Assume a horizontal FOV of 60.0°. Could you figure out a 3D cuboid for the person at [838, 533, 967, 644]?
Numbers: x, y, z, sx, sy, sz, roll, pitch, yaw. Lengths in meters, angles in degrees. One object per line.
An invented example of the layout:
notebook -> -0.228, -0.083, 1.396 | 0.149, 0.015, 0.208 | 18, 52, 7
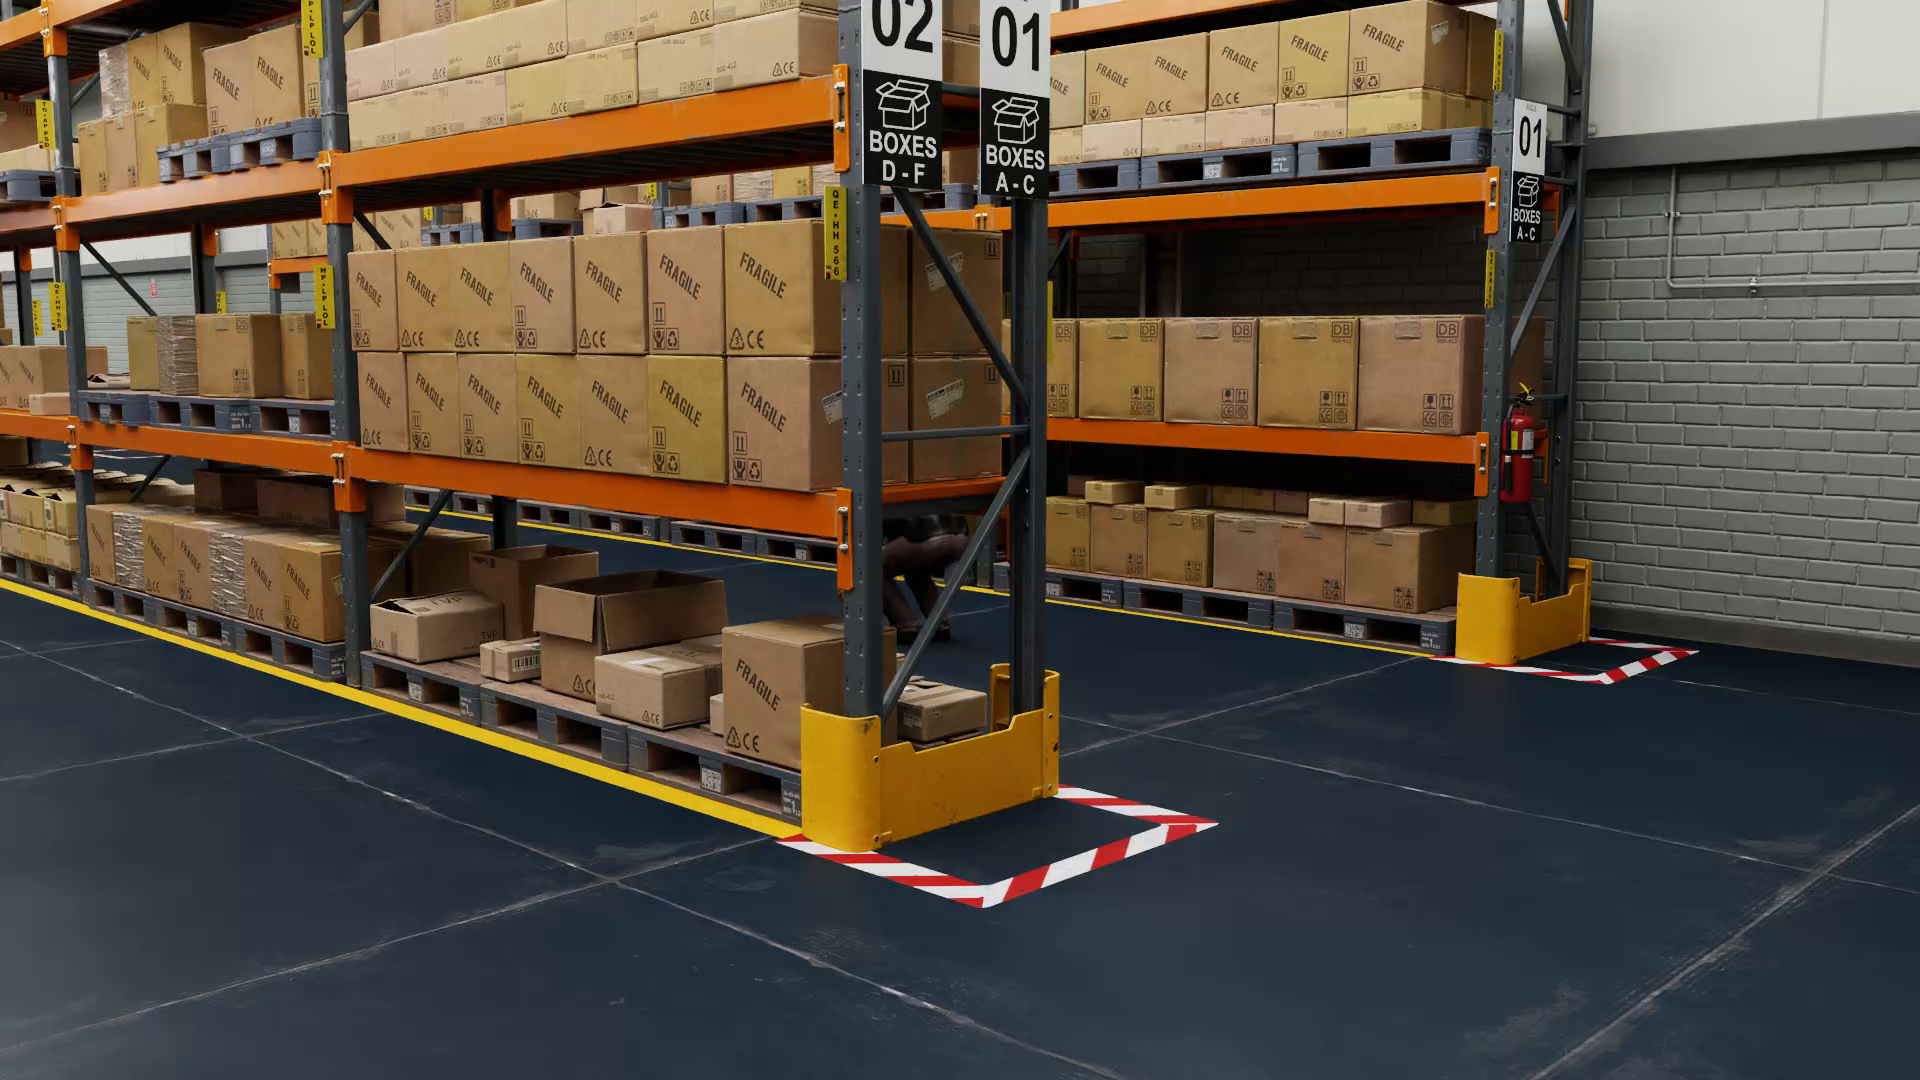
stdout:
person -> -0.387, 0.138, 10.388 | 0.920, 0.957, 0.507 | 6, 9, 41
